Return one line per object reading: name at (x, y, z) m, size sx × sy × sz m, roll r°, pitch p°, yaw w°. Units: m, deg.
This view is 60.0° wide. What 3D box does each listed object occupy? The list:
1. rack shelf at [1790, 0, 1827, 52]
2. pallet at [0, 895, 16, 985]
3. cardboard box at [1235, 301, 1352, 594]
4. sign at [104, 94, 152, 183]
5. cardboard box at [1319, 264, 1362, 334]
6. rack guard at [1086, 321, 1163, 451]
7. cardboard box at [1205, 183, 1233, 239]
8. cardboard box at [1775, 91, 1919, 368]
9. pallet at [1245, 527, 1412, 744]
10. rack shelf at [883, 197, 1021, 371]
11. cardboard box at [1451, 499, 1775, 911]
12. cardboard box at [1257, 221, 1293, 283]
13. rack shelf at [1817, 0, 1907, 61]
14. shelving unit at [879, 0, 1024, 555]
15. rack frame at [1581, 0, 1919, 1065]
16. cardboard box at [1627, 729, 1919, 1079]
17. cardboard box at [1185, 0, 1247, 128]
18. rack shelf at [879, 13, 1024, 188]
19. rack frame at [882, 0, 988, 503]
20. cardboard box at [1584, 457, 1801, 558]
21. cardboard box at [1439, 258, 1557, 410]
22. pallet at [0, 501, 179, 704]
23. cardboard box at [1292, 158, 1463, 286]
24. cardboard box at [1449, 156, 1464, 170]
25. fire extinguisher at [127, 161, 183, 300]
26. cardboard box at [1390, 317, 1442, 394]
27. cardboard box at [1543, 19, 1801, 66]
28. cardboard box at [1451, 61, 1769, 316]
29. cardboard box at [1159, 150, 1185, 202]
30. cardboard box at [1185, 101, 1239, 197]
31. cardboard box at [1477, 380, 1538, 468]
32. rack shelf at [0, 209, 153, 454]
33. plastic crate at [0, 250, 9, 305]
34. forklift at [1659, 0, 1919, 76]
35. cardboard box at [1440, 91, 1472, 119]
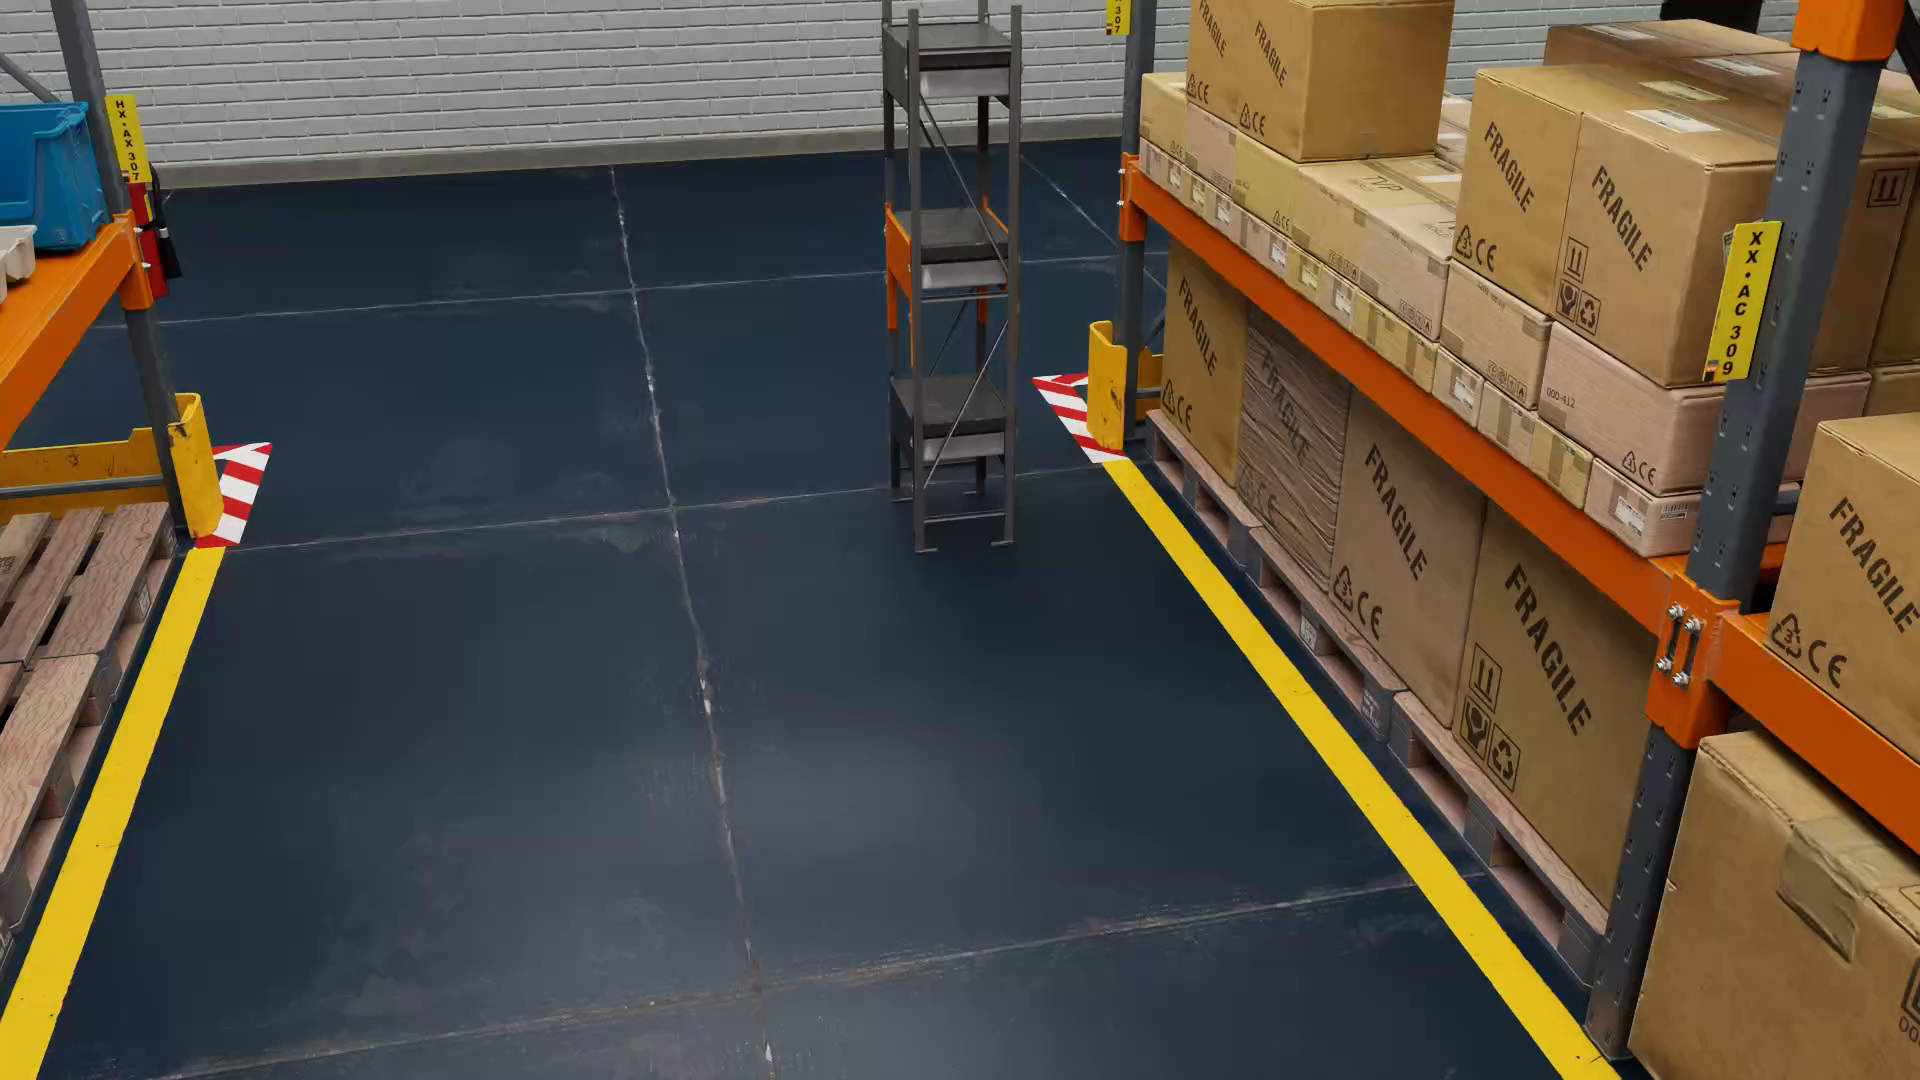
rack shelf at (1.643, -2.002, 4.857) m, size 1.077 × 0.370 × 4.000 m, roll -6°, pitch 27°, yaw -12°
pallet at (-2.935, 1.323, 3.895) m, size 1.003 × 0.211 × 1.213 m, roll -6°, pitch 27°, yaw -12°
cardboard box at (1.619, -0.429, 6.163) m, size 0.875 × 0.875 × 0.875 m, roll -6°, pitch 27°, yaw -12°
sign at (-3.101, -1.495, 6.202) m, size 0.100 × 0.325 × 0.005 m, roll -6°, pitch 27°, yaw -12°
cardboard box at (1.359, -0.771, 5.227) m, size 0.380 × 0.149 × 0.250 m, roll -6°, pitch 27°, yaw -11°
rack guard at (1.187, -0.757, 7.695) m, size 1.175 × 0.500 × 0.348 m, roll -6°, pitch 27°, yaw -12°
cardboard box at (1.128, -1.222, 6.120) m, size 0.380 × 0.149 × 0.250 m, roll -6°, pitch 27°, yaw -12°
cardboard box at (2.235, -0.743, 3.897) m, size 0.500 × 0.500 × 0.500 m, roll -6°, pitch 27°, yaw -12°
pallet at (1.720, 0.260, 6.000) m, size 1.003 × 0.211 × 1.213 m, roll -6°, pitch 27°, yaw -12°
rack shelf at (-0.037, -0.998, 6.427) m, size 0.431 × 0.518 × 0.480 m, roll -6°, pitch 27°, yaw -12°
cardboard box at (2.023, 0.357, 4.606) m, size 0.875 × 0.875 × 0.875 m, roll -6°, pitch 27°, yaw -12°
cardboard box at (1.243, -0.997, 5.674) m, size 0.380 × 0.149 × 0.250 m, roll -6°, pitch 27°, yaw -12°
rack shelf at (2.544, -0.246, 1.378) m, size 1.077 × 0.370 × 4.000 m, roll -6°, pitch 27°, yaw -12°
shelving unit at (-0.037, -1.010, 6.421) m, size 0.431 × 2.100 × 0.503 m, roll -6°, pitch 27°, yaw -12°
rack frame at (2.094, -0.106, 3.632) m, size 1.000 × 3.000 × 0.127 m, roll -6°, pitch 27°, yaw -12°
cardboard box at (2.257, 0.934, 3.463) m, size 1.225 × 0.875 × 0.875 m, roll -6°, pitch 27°, yaw -11°
cardboard box at (1.150, -1.805, 6.002) m, size 0.500 × 0.500 × 0.500 m, roll -7°, pitch 28°, yaw -13°
rack shelf at (-0.037, -1.623, 6.112) m, size 0.431 × 0.518 × 0.480 m, roll -6°, pitch 27°, yaw -12°
rack frame at (-0.092, -1.117, 6.633) m, size 0.400 × 2.100 × 0.015 m, roll -6°, pitch 27°, yaw -12°
cardboard box at (1.706, -0.095, 3.887) m, size 0.380 × 0.149 × 0.250 m, roll -6°, pitch 27°, yaw -11°
cardboard box at (1.619, -0.566, 4.379) m, size 0.500 × 0.250 × 0.500 m, roll -5°, pitch 27°, yaw -10°
pallet at (-3.485, 0.252, 6.017) m, size 1.003 × 0.211 × 1.213 m, roll -6°, pitch 27°, yaw -12°
cardboard box at (1.393, -1.013, 5.264) m, size 0.500 × 0.250 × 0.500 m, roll -6°, pitch 27°, yaw -13°
cardboard box at (1.910, -1.068, 5.373) m, size 0.500 × 0.250 × 0.500 m, roll -6°, pitch 27°, yaw -12°
fire extinguisher at (-3.225, -1.271, 6.438) m, size 0.296 × 0.674 × 0.183 m, roll -6°, pitch 27°, yaw -12°
cardboard box at (1.473, -0.546, 4.783) m, size 0.380 × 0.149 × 0.250 m, roll -5°, pitch 27°, yaw -11°
cardboard box at (2.010, -1.188, 4.779) m, size 0.500 × 0.500 × 0.500 m, roll -7°, pitch 28°, yaw -13°
cardboard box at (1.621, -0.902, 4.212) m, size 0.500 × 0.500 × 0.500 m, roll -6°, pitch 27°, yaw -11°
cardboard box at (1.010, -1.448, 6.569) m, size 0.380 × 0.149 × 0.250 m, roll -6°, pitch 27°, yaw -12°
cardboard box at (1.161, -1.462, 6.155) m, size 0.500 × 0.250 × 0.500 m, roll -6°, pitch 27°, yaw -12°
cardboard box at (1.590, -0.320, 4.335) m, size 0.380 × 0.149 × 0.250 m, roll -6°, pitch 27°, yaw -12°
rack shelf at (-3.183, -0.160, 4.537) m, size 1.077 × 0.370 × 4.000 m, roll -6°, pitch 27°, yaw -12°
plastic crate at (-3.222, -0.800, 5.232) m, size 0.396 × 0.136 × 0.243 m, roll -6°, pitch 27°, yaw -12°
forklift at (3.332, -1.353, 6.178) m, size 1.130 × 2.935 × 3.031 m, roll -10°, pitch 28°, yaw -18°
cardboard box at (1.674, -1.520, 6.268) m, size 0.500 × 0.250 × 0.500 m, roll -6°, pitch 27°, yaw -12°
